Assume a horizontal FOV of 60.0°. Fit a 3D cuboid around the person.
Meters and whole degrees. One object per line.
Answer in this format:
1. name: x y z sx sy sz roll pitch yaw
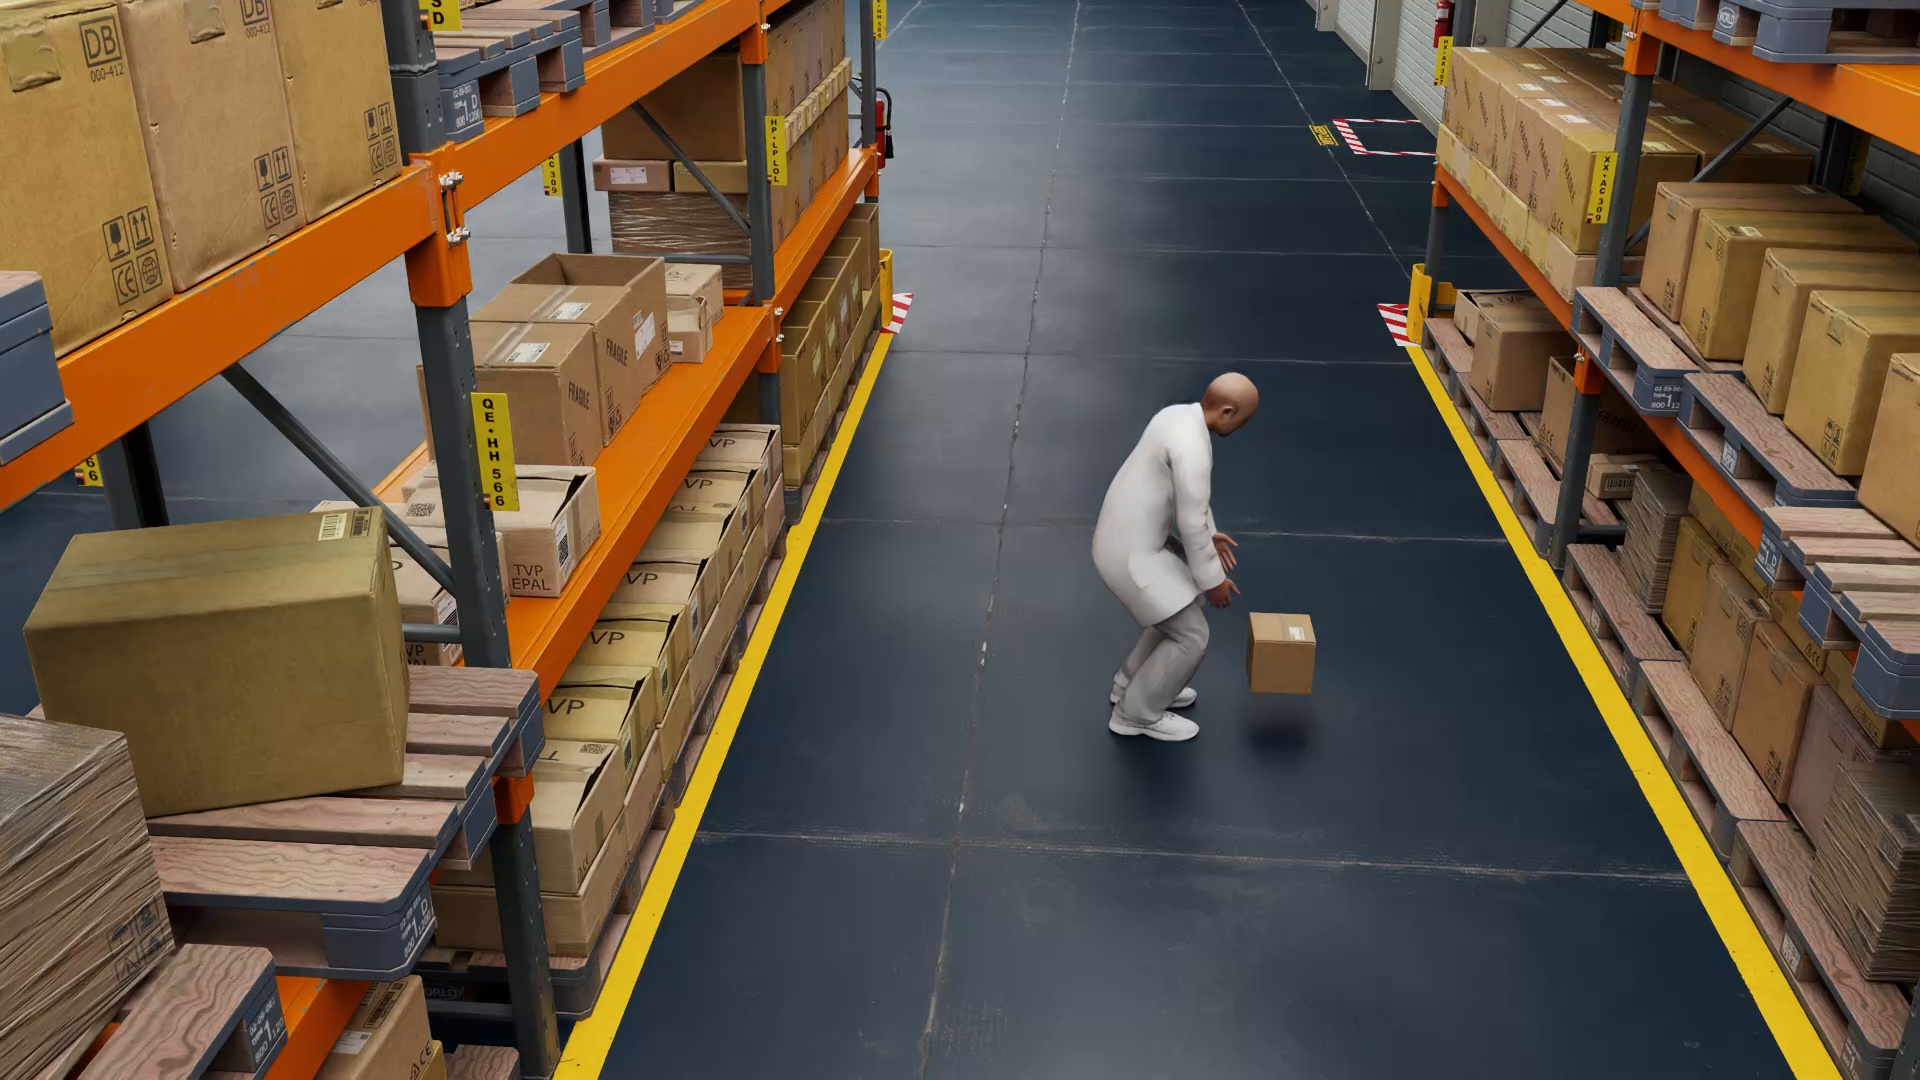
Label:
1. person: 0.856 0.048 6.816 0.636 1.538 0.614 2 24 4
